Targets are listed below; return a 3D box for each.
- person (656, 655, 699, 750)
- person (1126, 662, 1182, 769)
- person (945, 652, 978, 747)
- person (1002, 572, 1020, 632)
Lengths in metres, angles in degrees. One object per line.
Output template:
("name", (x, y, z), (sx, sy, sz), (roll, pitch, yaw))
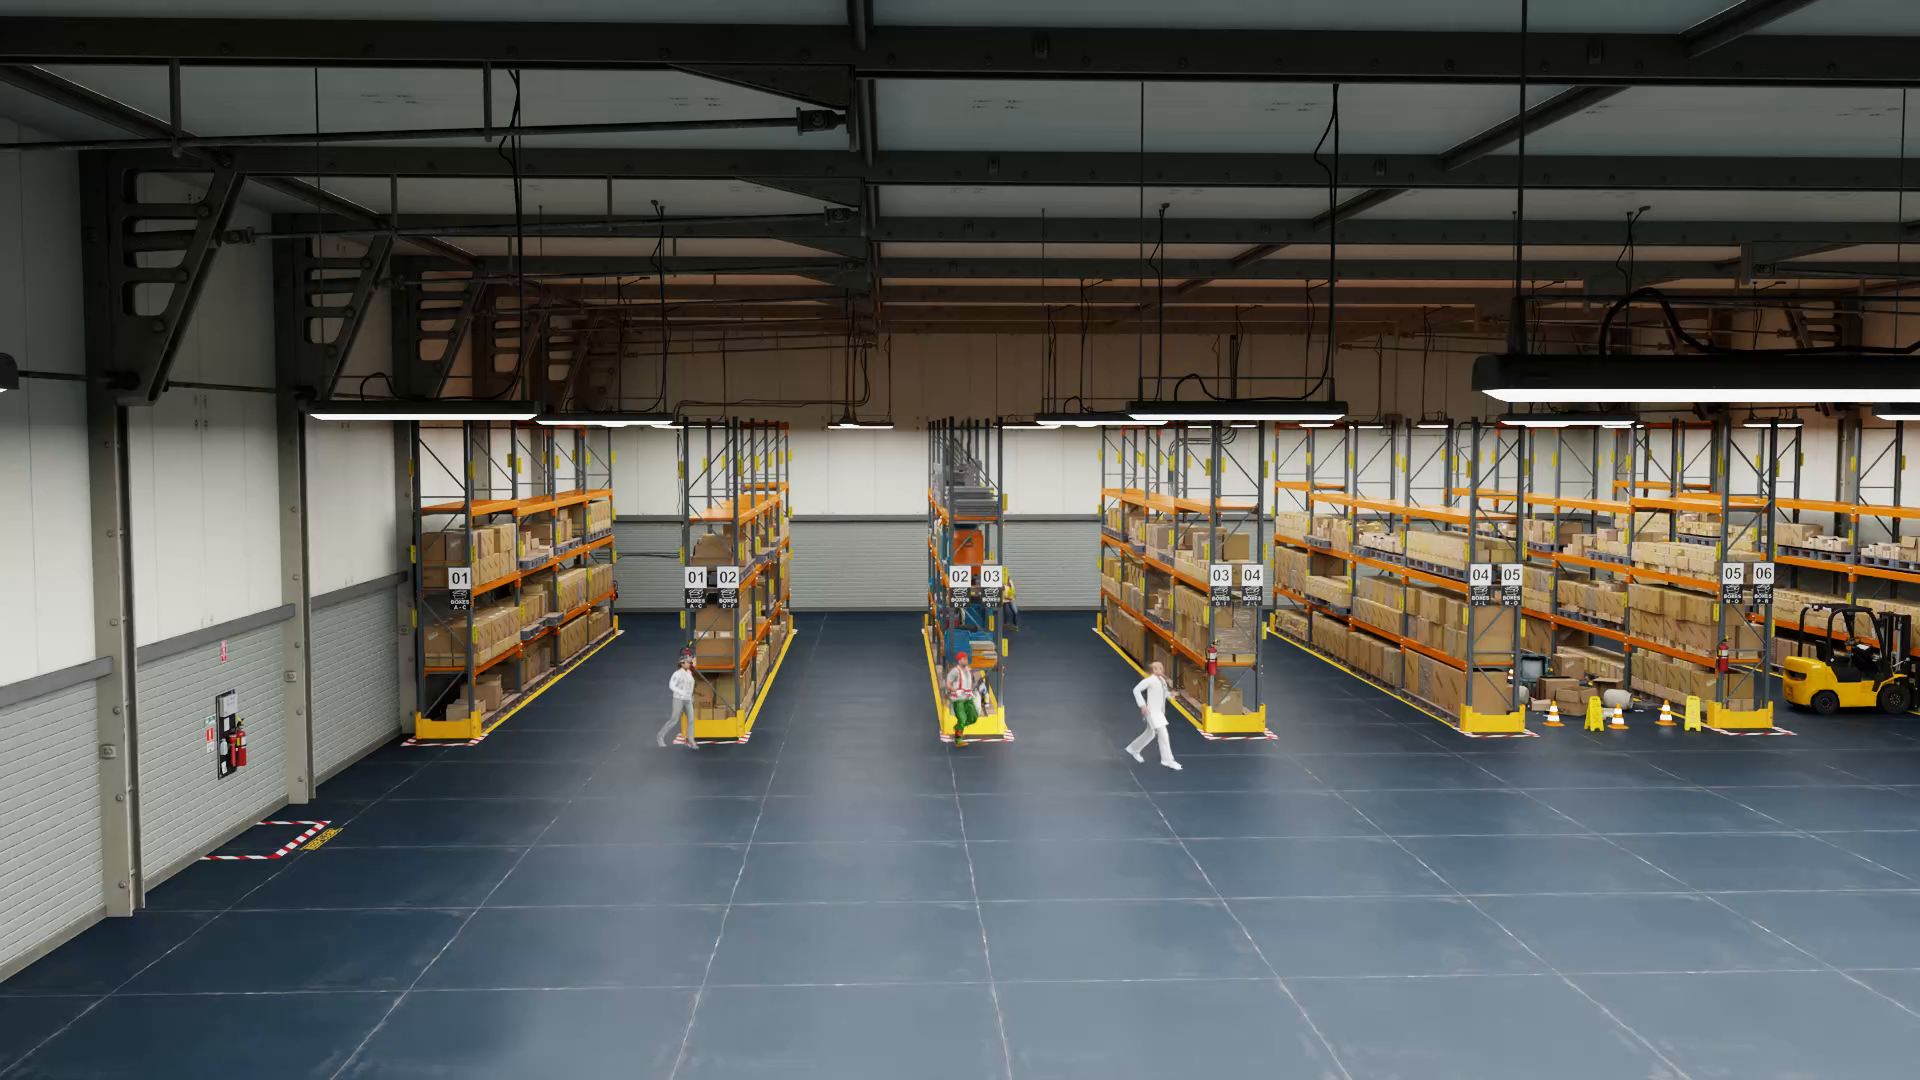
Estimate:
("person", (-4.992, 2.909, 30.094), (0.910, 1.669, 0.669), (2, 4, 33))
("person", (3.296, 2.955, 28.271), (1.046, 1.788, 0.682), (2, 4, 27))
("person", (0.035, 2.894, 30.145), (0.622, 1.756, 0.690), (4, 5, 45))
("person", (1.284, 1.794, 47.582), (0.732, 1.813, 0.734), (-2, 4, -34))
